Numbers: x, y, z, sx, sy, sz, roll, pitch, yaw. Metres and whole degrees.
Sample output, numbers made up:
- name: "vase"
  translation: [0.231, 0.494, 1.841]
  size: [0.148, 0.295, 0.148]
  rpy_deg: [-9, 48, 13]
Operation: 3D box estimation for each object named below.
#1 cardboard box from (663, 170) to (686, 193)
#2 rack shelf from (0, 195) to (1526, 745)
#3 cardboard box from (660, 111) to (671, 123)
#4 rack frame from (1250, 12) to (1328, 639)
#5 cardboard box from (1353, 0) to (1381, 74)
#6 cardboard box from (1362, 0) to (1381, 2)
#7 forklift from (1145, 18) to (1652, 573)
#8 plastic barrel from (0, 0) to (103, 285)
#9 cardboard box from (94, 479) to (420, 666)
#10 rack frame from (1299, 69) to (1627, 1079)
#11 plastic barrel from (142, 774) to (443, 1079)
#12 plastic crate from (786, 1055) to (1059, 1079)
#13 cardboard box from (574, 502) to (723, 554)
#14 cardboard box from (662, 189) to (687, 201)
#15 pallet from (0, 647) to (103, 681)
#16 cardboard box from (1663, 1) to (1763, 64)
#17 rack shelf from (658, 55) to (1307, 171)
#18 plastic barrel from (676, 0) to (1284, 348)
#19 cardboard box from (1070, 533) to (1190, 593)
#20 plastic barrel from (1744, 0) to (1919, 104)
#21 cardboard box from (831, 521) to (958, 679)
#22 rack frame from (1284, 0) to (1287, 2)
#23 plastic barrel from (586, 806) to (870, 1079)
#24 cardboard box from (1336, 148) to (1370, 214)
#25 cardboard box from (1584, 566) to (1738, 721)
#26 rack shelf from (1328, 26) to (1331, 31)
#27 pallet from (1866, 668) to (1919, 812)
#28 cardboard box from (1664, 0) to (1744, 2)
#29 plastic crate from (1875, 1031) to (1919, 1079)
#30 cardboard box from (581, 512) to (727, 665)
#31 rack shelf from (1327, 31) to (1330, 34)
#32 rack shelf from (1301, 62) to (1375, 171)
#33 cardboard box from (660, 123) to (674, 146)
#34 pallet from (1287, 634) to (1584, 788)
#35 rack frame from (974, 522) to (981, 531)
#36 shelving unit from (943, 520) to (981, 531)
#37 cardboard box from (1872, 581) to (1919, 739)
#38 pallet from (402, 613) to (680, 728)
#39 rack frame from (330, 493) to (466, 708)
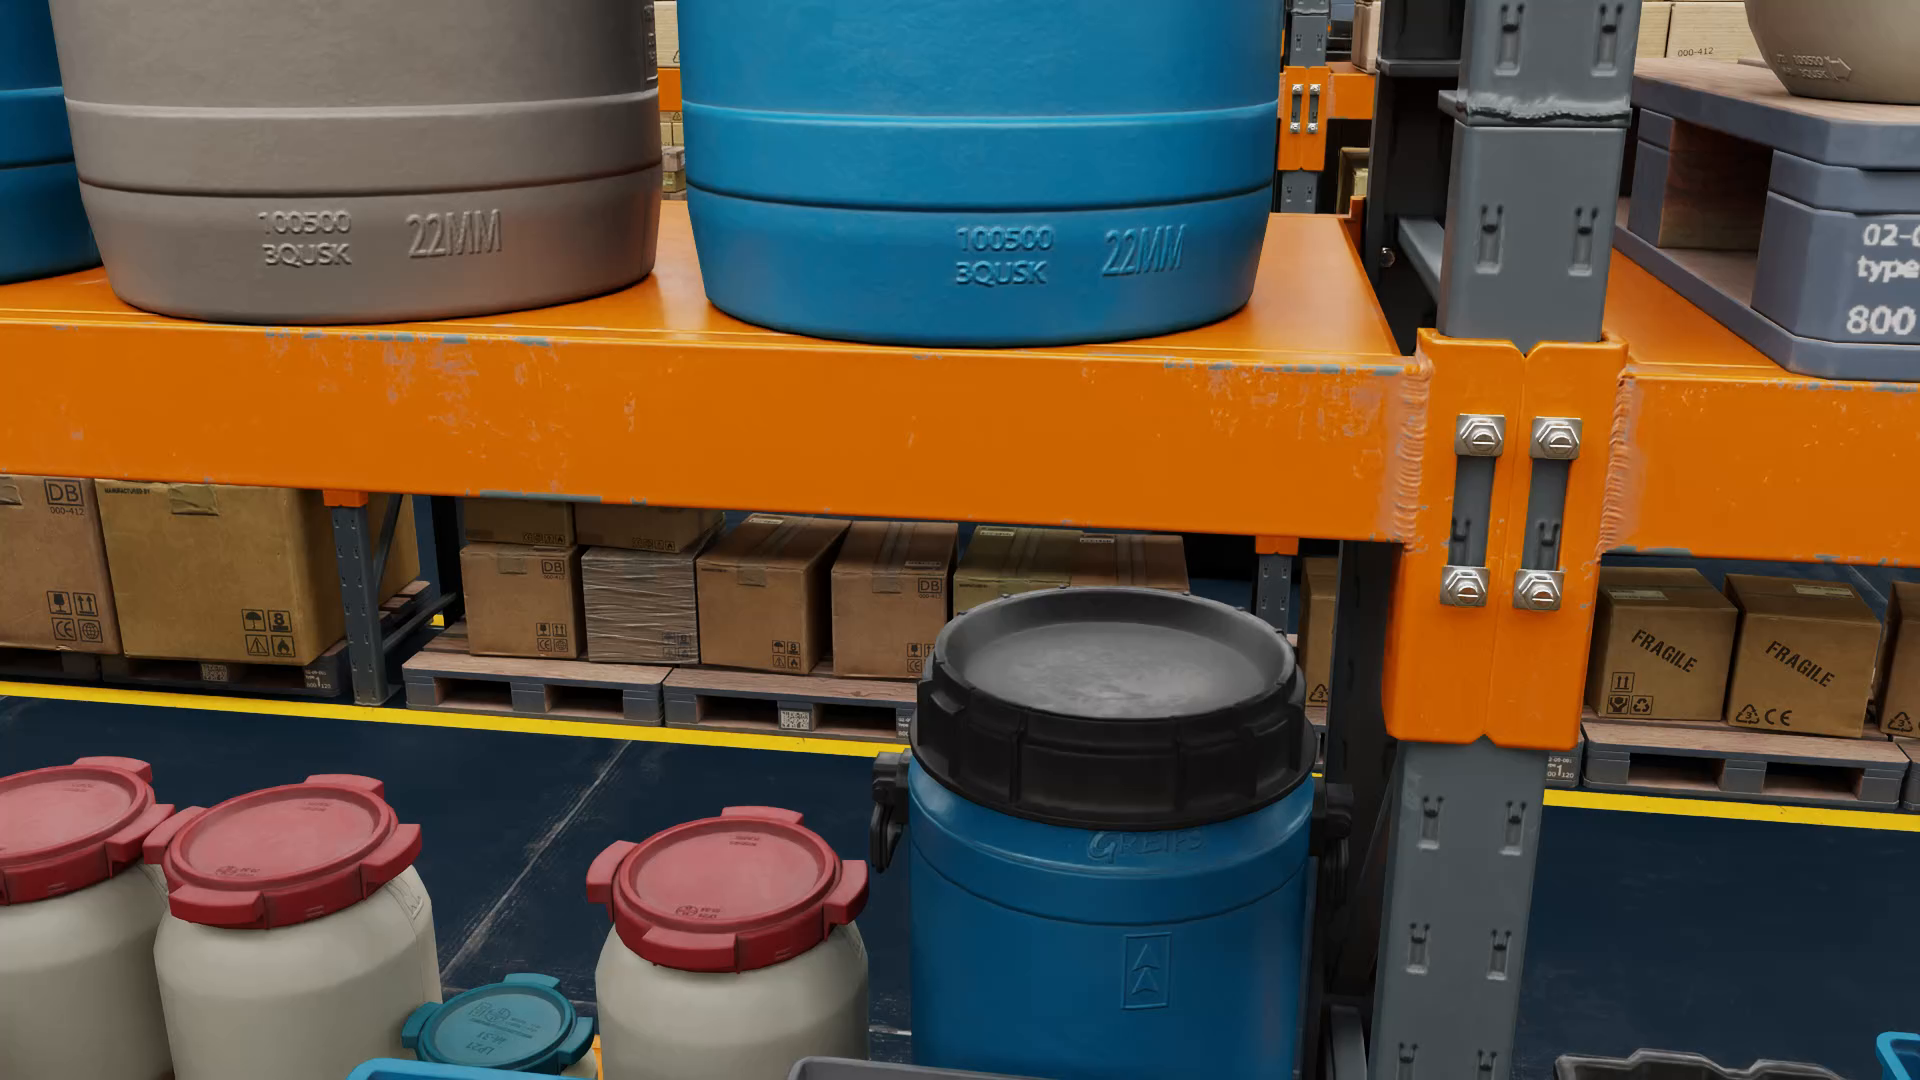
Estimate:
- name: "cardboard box"
  translation: [-2.167, -2.678, 12.346]
  size: [0.250, 0.149, 0.380]
  rpy_deg: [4, 19, 11]
- name: "rack shelf"
  translation: [-1.419, -0.250, 2.230]
  size: [4.000, 0.370, 1.077]
  rpy_deg: [3, 19, 9]
- name: "cardboard box"
  translation: [-3.084, -4.470, 16.701]
  size: [0.500, 0.500, 0.500]
  rpy_deg: [3, 19, 8]
- name: "rack frame"
  translation: [1.341, -0.620, 6.928]
  size: [0.127, 3.000, 1.000]
  rpy_deg: [3, 19, 9]
- name: "cardboard box"
  translation: [1.745, -1.868, 6.169]
  size: [0.500, 0.250, 0.500]
  rpy_deg: [2, 19, 7]
- name: "cardboard box"
  translation: [1.613, -2.047, 6.076]
  size: [0.250, 0.149, 0.380]
  rpy_deg: [2, 19, 7]
- name: "forklift"
  translation: [2.591, -1.289, 9.038]
  size: [3.031, 2.935, 1.130]
  rpy_deg: [3, 19, 8]
- name: "plastic barrel"
  translation: [-1.272, -0.752, 1.805]
  size: [0.708, 0.901, 0.600]
  rpy_deg: [3, 19, 9]
- name: "cardboard box"
  translation: [-3.286, -0.054, 7.924]
  size: [0.875, 0.875, 1.225]
  rpy_deg: [2, 19, 6]
- name: "rack frame"
  translation: [0.556, 0.932, 2.291]
  size: [0.127, 3.000, 1.000]
  rpy_deg: [3, 19, 9]
- name: "plastic barrel"
  translation: [-1.078, 0.714, 2.729]
  size: [0.433, 0.535, 0.433]
  rpy_deg: [0, 18, 0]
- name: "plastic crate"
  translation: [0.029, 0.973, 2.067]
  size: [0.583, 0.464, 0.402]
  rpy_deg: [3, 19, 9]
- name: "cardboard box"
  translation: [-1.416, -0.152, 7.595]
  size: [0.500, 0.250, 0.500]
  rpy_deg: [5, 19, 15]
- name: "cardboard box"
  translation: [-2.131, -2.536, 12.389]
  size: [0.250, 0.149, 0.380]
  rpy_deg: [3, 19, 8]
- name: "pallet"
  translation: [-4.575, 0.376, 8.348]
  size: [1.213, 0.211, 1.003]
  rpy_deg: [3, 19, 9]
- name: "cardboard box"
  translation: [2.757, -1.815, 6.009]
  size: [0.500, 0.250, 0.500]
  rpy_deg: [2, 19, 6]
- name: "rack shelf"
  translation: [-0.633, -1.802, 6.868]
  size: [4.000, 0.370, 1.077]
  rpy_deg: [3, 19, 9]
- name: "plastic barrel"
  translation: [0.019, -0.686, 1.609]
  size: [0.708, 0.901, 0.600]
  rpy_deg: [3, 19, 9]
- name: "cardboard box"
  translation: [0.739, 0.319, 7.368]
  size: [0.500, 0.500, 0.700]
  rpy_deg: [1, 19, 4]
- name: "plastic barrel"
  translation: [0.950, -0.660, 1.482]
  size: [0.421, 0.512, 0.421]
  rpy_deg: [0, 18, 0]
- name: "cardboard box"
  translation: [-0.282, 0.261, 7.541]
  size: [0.500, 0.500, 0.700]
  rpy_deg: [1, 19, 4]
- name: "rack frame"
  translation: [2.228, -5.014, 10.605]
  size: [0.127, 3.000, 1.000]
  rpy_deg: [3, 19, 9]
- name: "plastic barrel"
  translation: [-0.354, 0.750, 2.619]
  size: [0.433, 0.535, 0.433]
  rpy_deg: [0, 18, 0]
- name: "cardboard box"
  translation: [1.829, -1.346, 6.897]
  size: [0.500, 0.500, 0.500]
  rpy_deg: [3, 19, 9]
- name: "cardboard box"
  translation: [2.922, 0.432, 7.062]
  size: [0.500, 0.500, 0.500]
  rpy_deg: [1, 19, 4]
- name: "rack shelf"
  translation: [4.888, -4.705, 15.545]
  size: [4.000, 0.370, 1.077]
  rpy_deg: [3, 19, 9]
- name: "pallet"
  translation: [4.419, 0.848, 6.936]
  size: [1.213, 0.211, 1.003]
  rpy_deg: [3, 19, 9]
- name: "cardboard box"
  translation: [2.650, -1.995, 5.920]
  size: [0.250, 0.149, 0.380]
  rpy_deg: [3, 19, 8]
- name: "plastic crate"
  translation: [1.692, 0.973, 2.402]
  size: [0.616, 0.251, 0.499]
  rpy_deg: [3, 19, 9]
- name: "cardboard box"
  translation: [-1.394, 0.207, 7.703]
  size: [0.500, 0.500, 0.700]
  rpy_deg: [1, 19, 4]
- name: "rack shelf"
  translation: [4.203, -3.149, 10.895]
  size: [4.000, 0.370, 1.077]
  rpy_deg: [3, 19, 9]
- name: "rack shelf"
  translation: [3.316, -1.601, 6.266]
  size: [4.000, 0.370, 1.077]
  rpy_deg: [3, 19, 9]
- name: "cardboard box"
  translation: [-3.083, -4.107, 16.798]
  size: [0.500, 0.250, 0.500]
  rpy_deg: [2, 19, 7]
- name: "pallet"
  translation: [2.010, 0.725, 7.303]
  size: [1.213, 0.211, 1.003]
  rpy_deg: [3, 19, 9]
- name: "rack frame"
  translation: [0.105, -0.564, 9.597]
  size: [0.006, 1.200, 0.240]
  rpy_deg: [3, 19, 9]
- name: "shelving unit"
  translation: [0.014, -0.568, 9.611]
  size: [0.189, 1.200, 0.258]
  rpy_deg: [3, 19, 9]
- name: "cardboard box"
  translation: [4.081, 0.512, 6.824]
  size: [0.500, 0.500, 0.500]
  rpy_deg: [8, 20, 23]
- name: "pallet"
  translation: [-1.837, 0.541, 7.854]
  size: [1.213, 0.211, 1.003]
  rpy_deg: [3, 19, 9]
- name: "rack frame"
  translation: [-2.608, -0.821, 7.530]
  size: [0.127, 3.000, 1.000]
  rpy_deg: [3, 19, 9]
